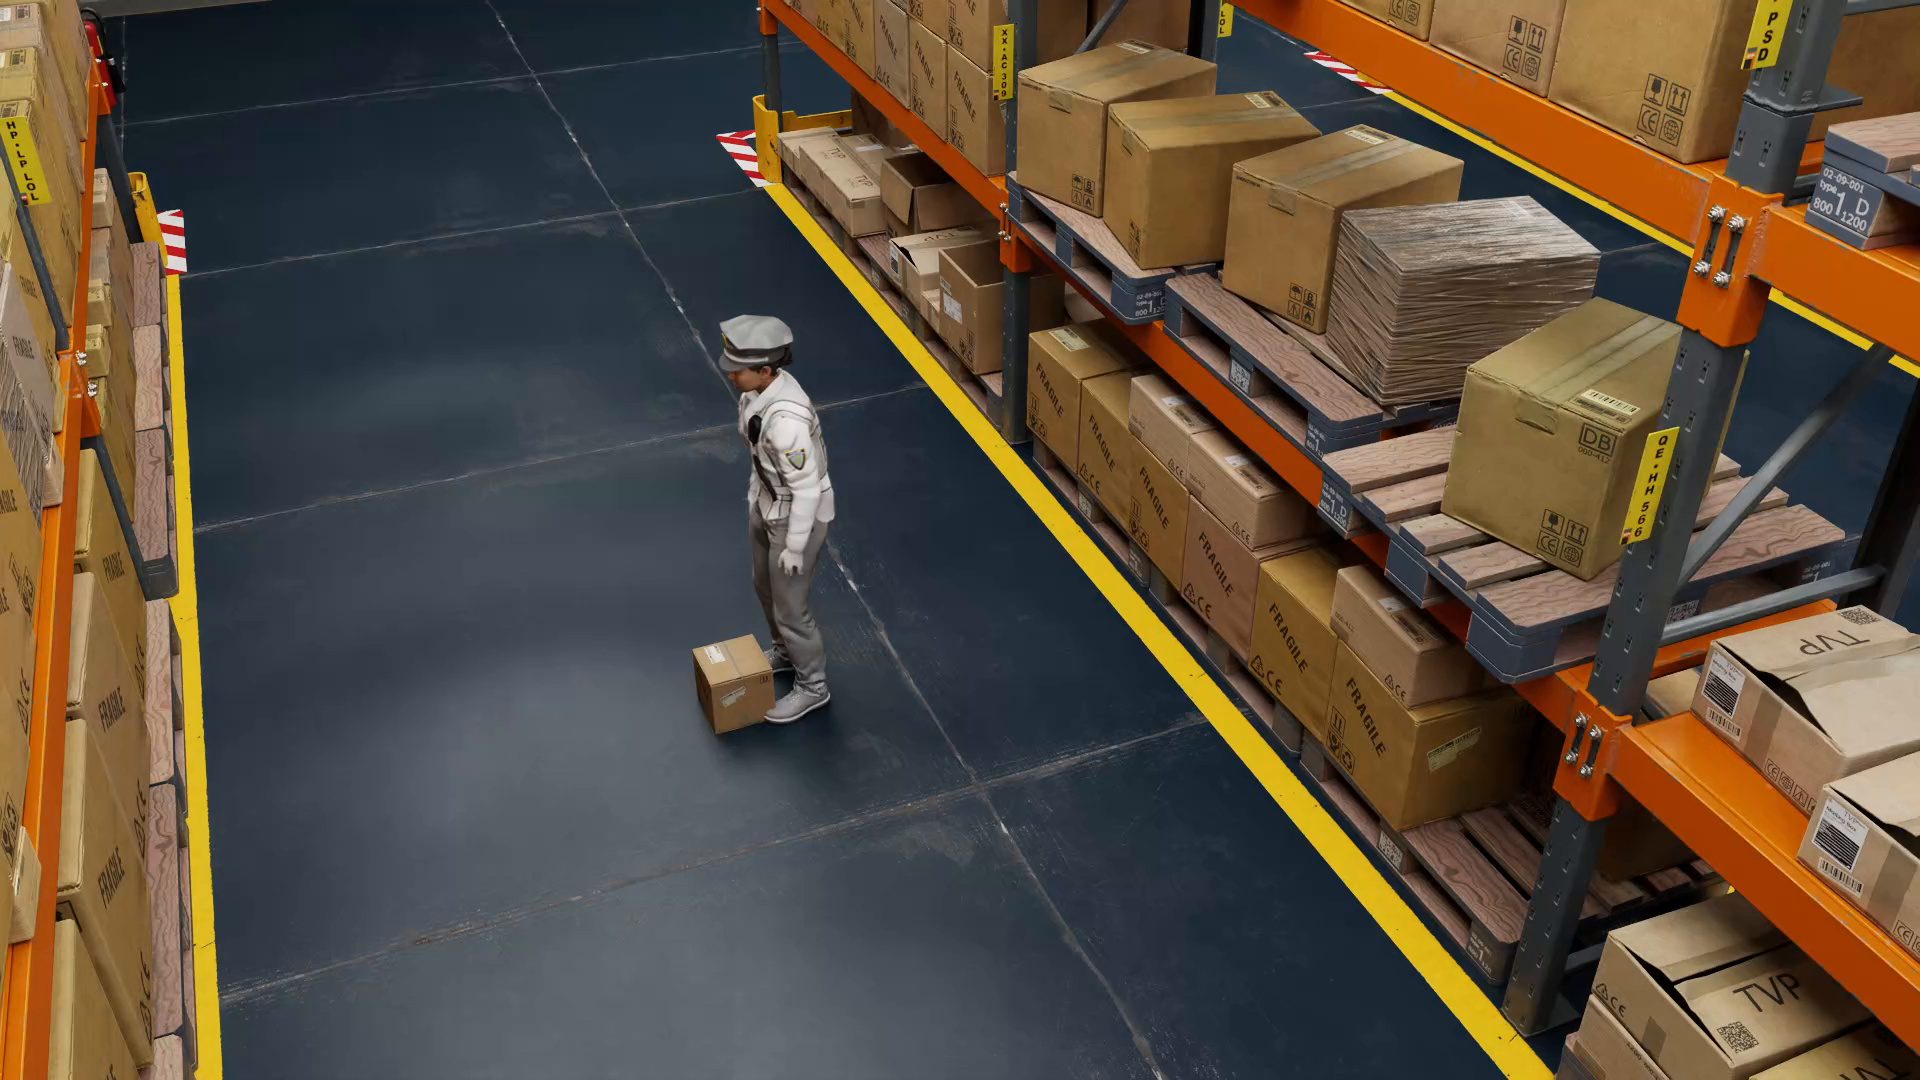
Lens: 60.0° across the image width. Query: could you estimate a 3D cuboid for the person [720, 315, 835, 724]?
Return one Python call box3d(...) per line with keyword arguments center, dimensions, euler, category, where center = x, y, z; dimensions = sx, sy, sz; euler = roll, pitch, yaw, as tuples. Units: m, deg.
box3d(center=(-0.671, -0.079, 6.257), dimensions=(0.371, 1.662, 0.530), euler=(-15, 36, -21), category="person")
